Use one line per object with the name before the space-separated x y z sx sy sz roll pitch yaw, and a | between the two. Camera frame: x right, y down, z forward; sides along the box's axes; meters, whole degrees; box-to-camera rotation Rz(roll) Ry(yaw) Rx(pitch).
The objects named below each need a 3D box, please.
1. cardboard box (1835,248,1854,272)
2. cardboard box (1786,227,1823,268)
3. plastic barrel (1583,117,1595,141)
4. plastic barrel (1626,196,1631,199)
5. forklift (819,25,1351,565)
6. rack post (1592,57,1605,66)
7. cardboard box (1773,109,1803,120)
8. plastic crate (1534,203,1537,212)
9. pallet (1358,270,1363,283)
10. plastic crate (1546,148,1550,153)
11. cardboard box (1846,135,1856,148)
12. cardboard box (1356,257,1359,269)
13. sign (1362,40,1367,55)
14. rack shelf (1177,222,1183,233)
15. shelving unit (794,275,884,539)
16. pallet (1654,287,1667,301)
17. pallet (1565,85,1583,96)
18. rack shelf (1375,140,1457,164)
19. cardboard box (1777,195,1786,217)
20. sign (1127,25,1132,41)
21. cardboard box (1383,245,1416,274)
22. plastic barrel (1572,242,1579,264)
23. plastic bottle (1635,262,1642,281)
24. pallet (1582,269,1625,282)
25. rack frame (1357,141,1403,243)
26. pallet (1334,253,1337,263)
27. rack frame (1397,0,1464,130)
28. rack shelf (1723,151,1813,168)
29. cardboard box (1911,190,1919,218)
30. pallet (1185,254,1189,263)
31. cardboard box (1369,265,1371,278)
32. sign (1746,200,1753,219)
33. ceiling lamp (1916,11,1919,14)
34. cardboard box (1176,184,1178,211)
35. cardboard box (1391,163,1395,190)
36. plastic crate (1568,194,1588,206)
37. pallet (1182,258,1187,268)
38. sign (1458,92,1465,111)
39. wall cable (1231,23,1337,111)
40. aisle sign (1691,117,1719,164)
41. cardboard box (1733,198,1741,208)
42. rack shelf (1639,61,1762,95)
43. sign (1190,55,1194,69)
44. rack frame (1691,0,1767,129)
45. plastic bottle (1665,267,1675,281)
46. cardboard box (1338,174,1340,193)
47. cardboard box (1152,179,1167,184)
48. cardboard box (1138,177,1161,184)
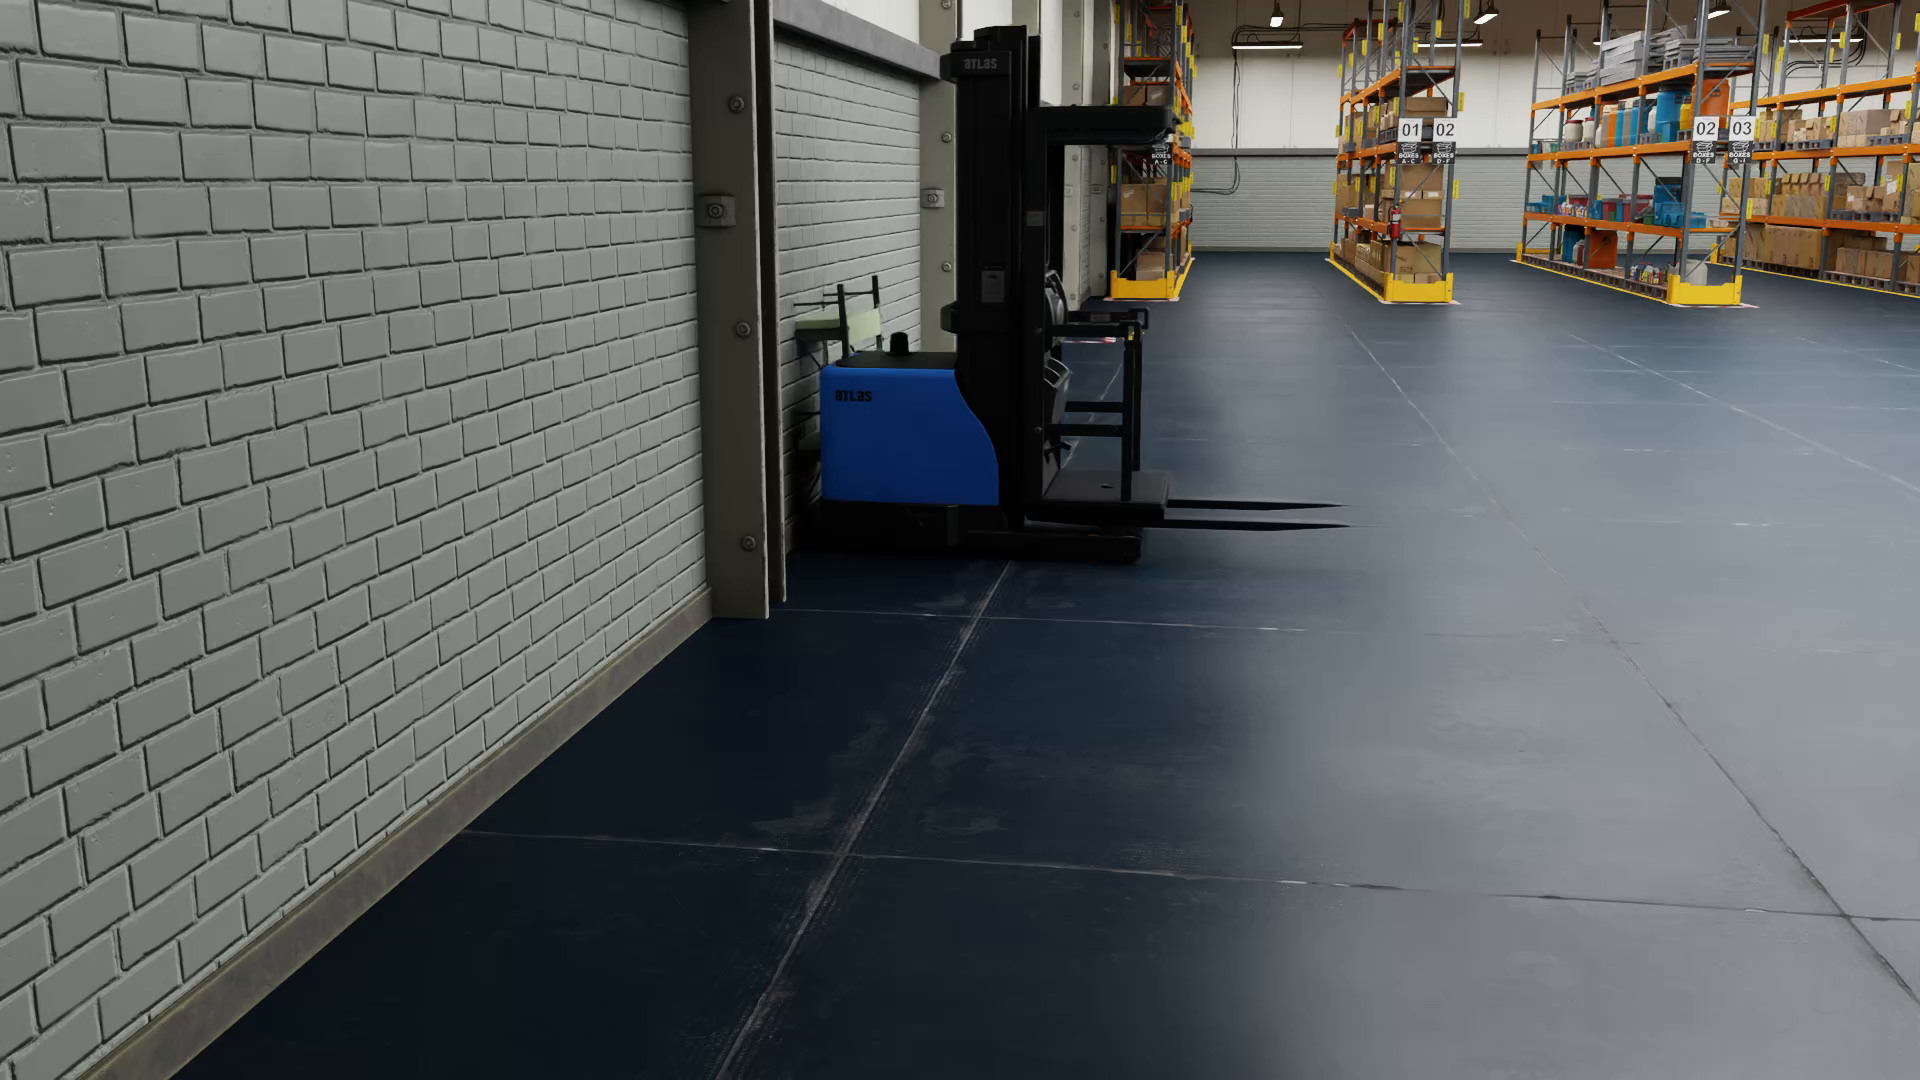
cardboard box | 19.192 -5.983 35.523 0.700 0.500 0.500 1 12 6
cardboard box | 19.546 -6.625 37.659 1.225 0.875 0.875 2 12 9
plastic barrel | 14.505 -9.402 38.061 0.433 0.535 0.433 0 12 0
plastic barrel | 14.434 -7.124 35.663 0.421 0.512 0.421 0 12 0
forklift | 0.744 -1.415 9.601 3.031 2.935 1.130 2 12 9
rack post | 14.404 -10.640 36.782 0.624 0.289 0.986 2 12 9
cardboard box | 20.041 -10.294 40.267 0.500 0.250 0.500 1 12 5
plastic crate | 15.045 -8.588 42.979 0.416 0.233 0.300 2 12 9
pallet | 9.132 -5.665 35.779 1.003 0.211 1.213 2 12 9
plastic crate | 14.816 -9.737 41.562 0.293 0.136 0.466 2 12 9
cardboard box | 18.872 -8.326 34.744 0.500 0.250 0.500 2 12 10
cardboard box | 9.040 -6.108 36.747 0.500 0.250 0.500 2 12 7
sign | 8.949 -10.895 36.783 0.100 0.325 0.005 2 12 9
rack shelf | 4.284 -6.843 36.334 1.077 0.370 4.000 2 12 9
shelving unit | -0.737 -0.825 10.160 0.431 1.500 0.755 -1 12 13
pallet | 13.246 -4.448 30.132 1.003 0.211 1.213 2 12 9
pallet | 14.899 -10.594 39.191 1.003 0.211 1.213 2 12 9
rack shelf | 8.564 -7.317 31.413 1.077 0.370 4.000 2 12 9
cardboard box | 19.496 -7.819 38.917 0.500 0.500 0.500 2 12 9
sign | 3.427 -10.262 33.657 0.100 0.325 0.005 2 12 9
cardboard box | 8.045 -5.135 30.451 0.500 0.500 0.500 2 12 9
plastic barrel | 14.611 -6.737 39.043 0.421 0.512 0.421 0 12 0
plastic bottle | 13.231 -5.223 32.353 0.144 0.351 0.185 2 12 10
pallet | 14.223 -5.767 36.252 1.003 0.211 1.213 2 12 9
rack frame | 9.487 -7.451 37.449 1.000 3.000 0.127 2 12 9
pallet | 10.584 -7.572 44.627 1.003 0.211 1.213 2 12 9
rack frame | 8.257 -8.719 29.090 1.000 3.000 0.127 2 12 9
rack shelf | 20.198 -9.493 41.511 1.077 0.370 4.000 2 12 9
cardboard box | 18.418 -6.297 31.148 0.875 0.500 0.500 2 12 9
pallet | 5.586 -7.491 44.252 1.003 0.211 1.213 2 12 9
cardboard box | 8.501 -5.393 33.429 0.500 0.250 0.500 2 12 9
sign | 13.693 -5.741 28.857 0.100 0.325 0.005 2 12 9
ceiling lamp | 22.485 -13.485 37.352 0.800 3.185 2.000 2 12 9
cardboard box | 3.903 -6.548 31.788 0.500 0.500 0.500 1 12 7
cardboard box | 8.578 -6.896 31.554 0.700 0.500 0.500 2 12 9
plastic crate | 15.381 -8.361 41.376 0.402 0.464 0.583 2 12 9
pallet | 5.163 -6.918 41.591 1.003 0.211 1.213 2 12 9
sign | 8.804 -7.699 29.216 0.100 0.325 0.005 2 12 9
wall cable | 9.718 -14.238 50.084 3.097 2.526 0.112 2 12 9
aisle sign | 12.846 -6.890 28.675 0.394 0.787 0.004 2 12 9
cardboard box | 20.010 -8.563 42.257 0.500 0.250 0.500 1 12 7
rack shelf | 13.458 -8.427 30.391 1.077 0.370 4.000 2 12 9
sign | 5.745 -11.857 41.245 0.100 0.325 0.005 2 12 9
rack frame | 13.150 -8.557 28.341 1.000 3.000 0.127 2 12 9
plastic bottle | 13.772 -5.157 32.225 0.152 0.276 0.135 2 12 9
cardboard box | 10.316 -9.462 44.166 0.500 0.500 0.500 2 12 9
cardboard box | 4.533 -8.052 37.414 0.380 0.149 0.250 0 12 -1
cardboard box | 4.405 -8.285 38.544 0.500 0.250 0.500 2 12 10
